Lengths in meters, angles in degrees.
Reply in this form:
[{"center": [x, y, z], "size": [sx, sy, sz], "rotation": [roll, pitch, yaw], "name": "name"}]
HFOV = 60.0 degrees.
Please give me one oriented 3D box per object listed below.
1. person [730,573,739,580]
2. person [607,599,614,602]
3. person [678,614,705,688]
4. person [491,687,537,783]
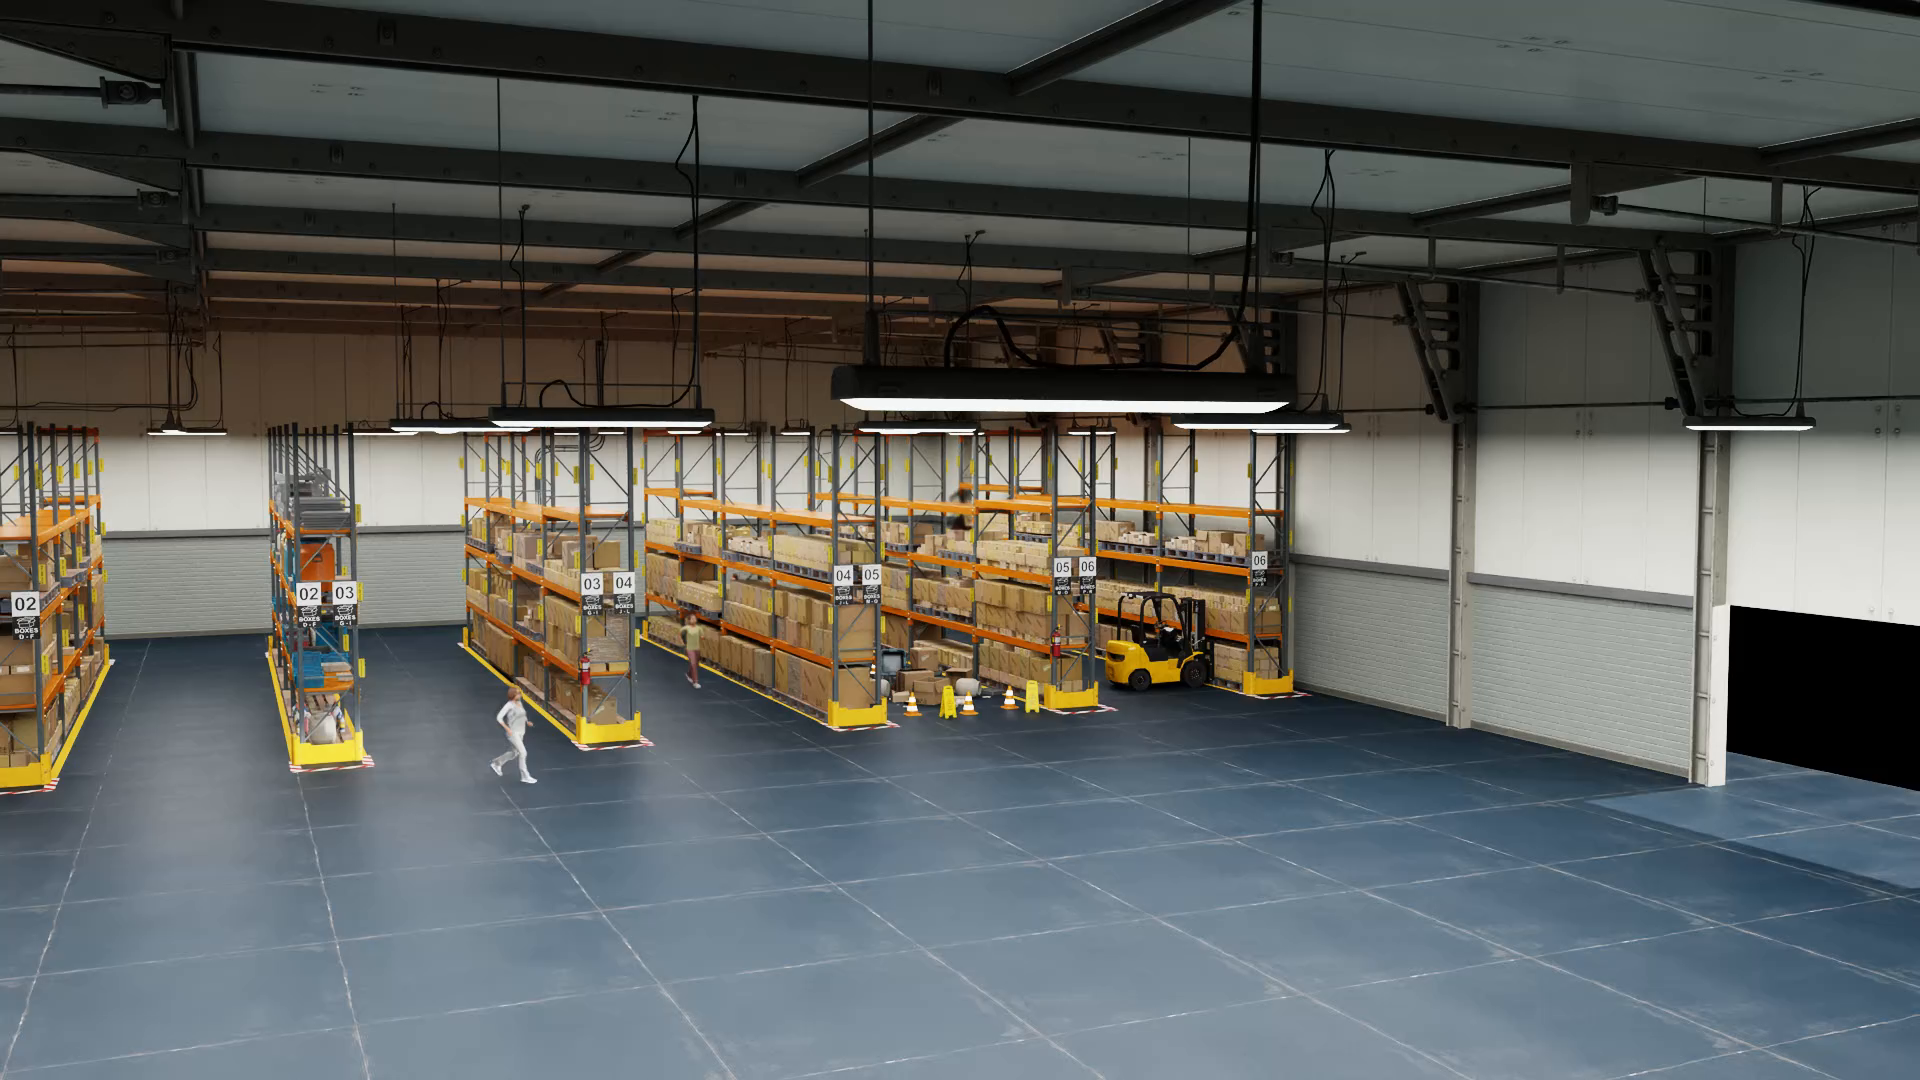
[{"center": [-6.684, 1.837, 50.223], "size": [0.771, 1.681, 0.566], "rotation": [-1, 4, -18], "name": "person"}, {"center": [-10.061, 2.015, 46.775], "size": [0.800, 1.755, 0.672], "rotation": [-1, 4, -16], "name": "person"}, {"center": [-6.136, 2.528, 38.225], "size": [0.574, 1.655, 0.969], "rotation": [-2, 4, -33], "name": "person"}, {"center": [-7.423, 3.233, 27.603], "size": [0.855, 1.586, 0.559], "rotation": [1, 4, 12], "name": "person"}]
